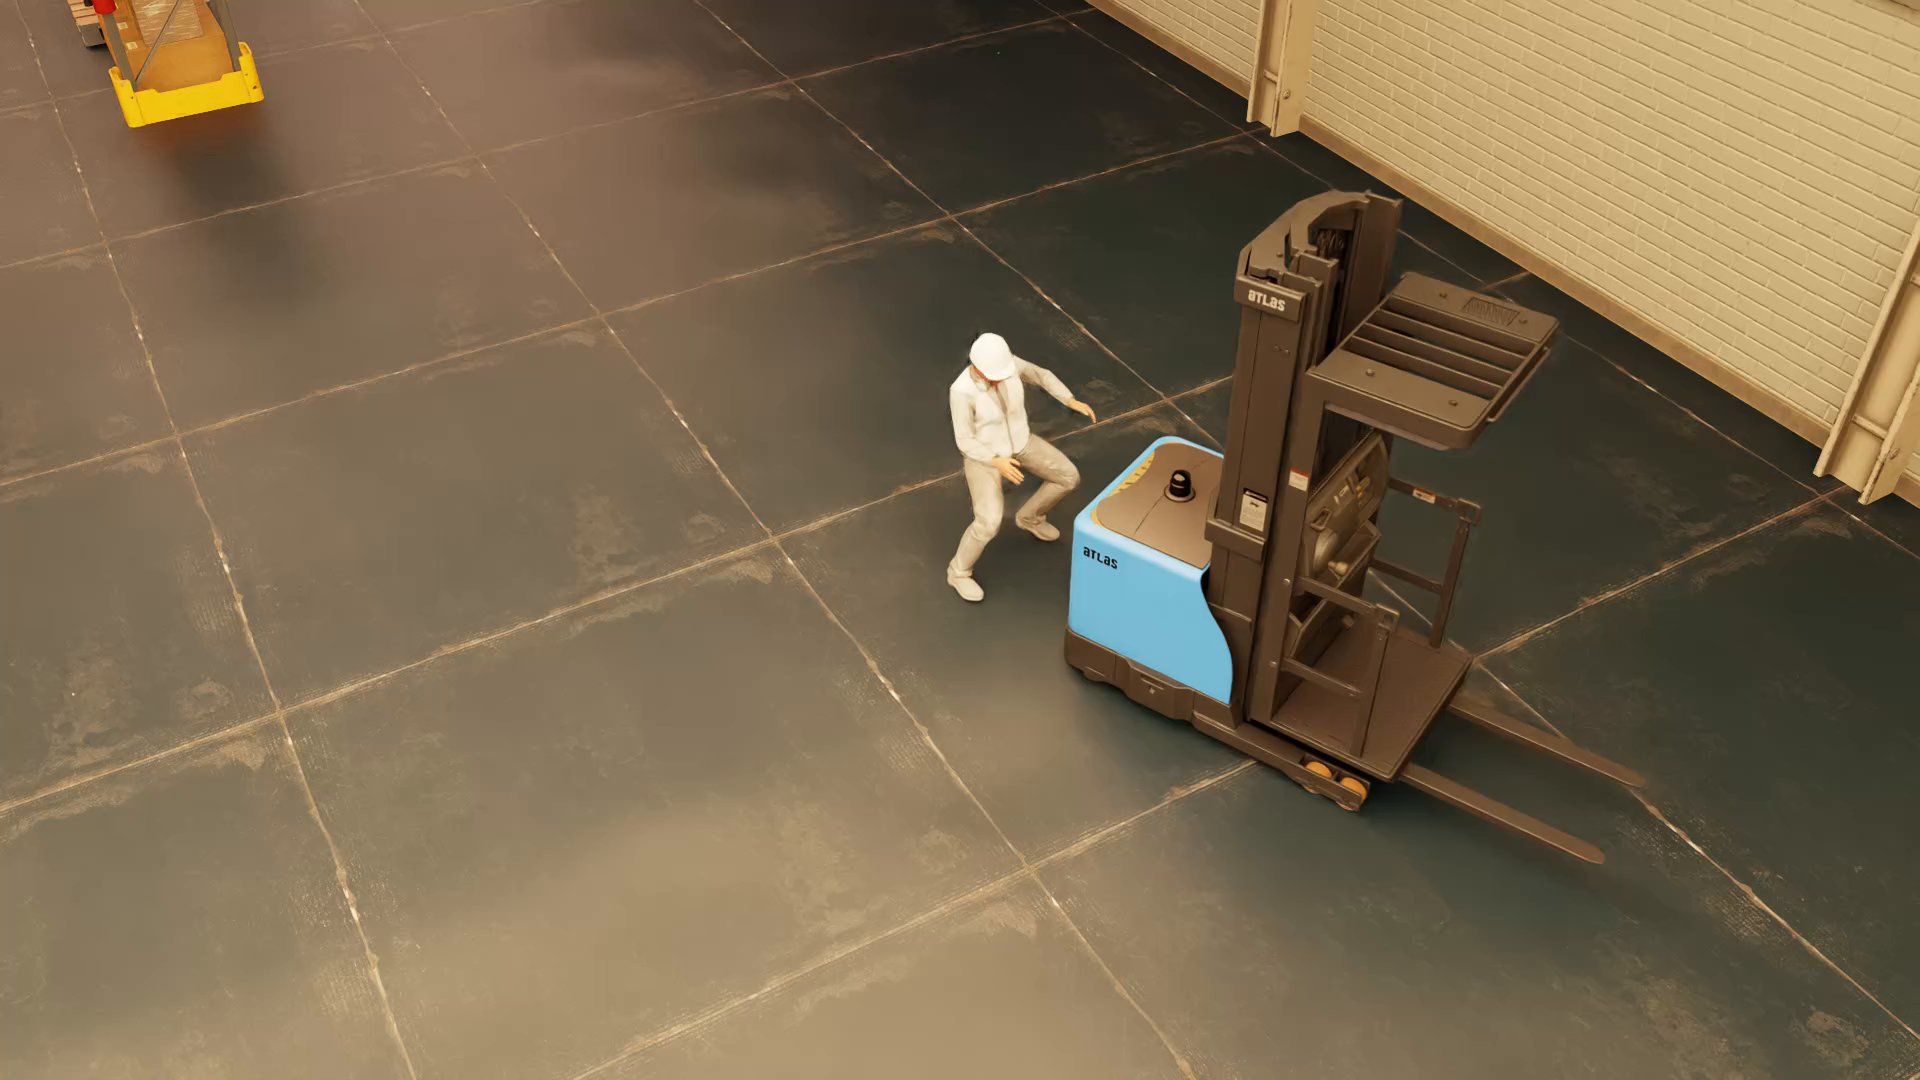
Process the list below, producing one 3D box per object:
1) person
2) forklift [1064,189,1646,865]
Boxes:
[{"bbox_3d":[0.301,-0.506,9.712,0.942,1.574,0.770,-26,46,-28],"label":"person"},{"bbox_3d":[2.084,-0.115,8.175,3.031,2.935,1.130,25,46,27],"label":"forklift"}]
